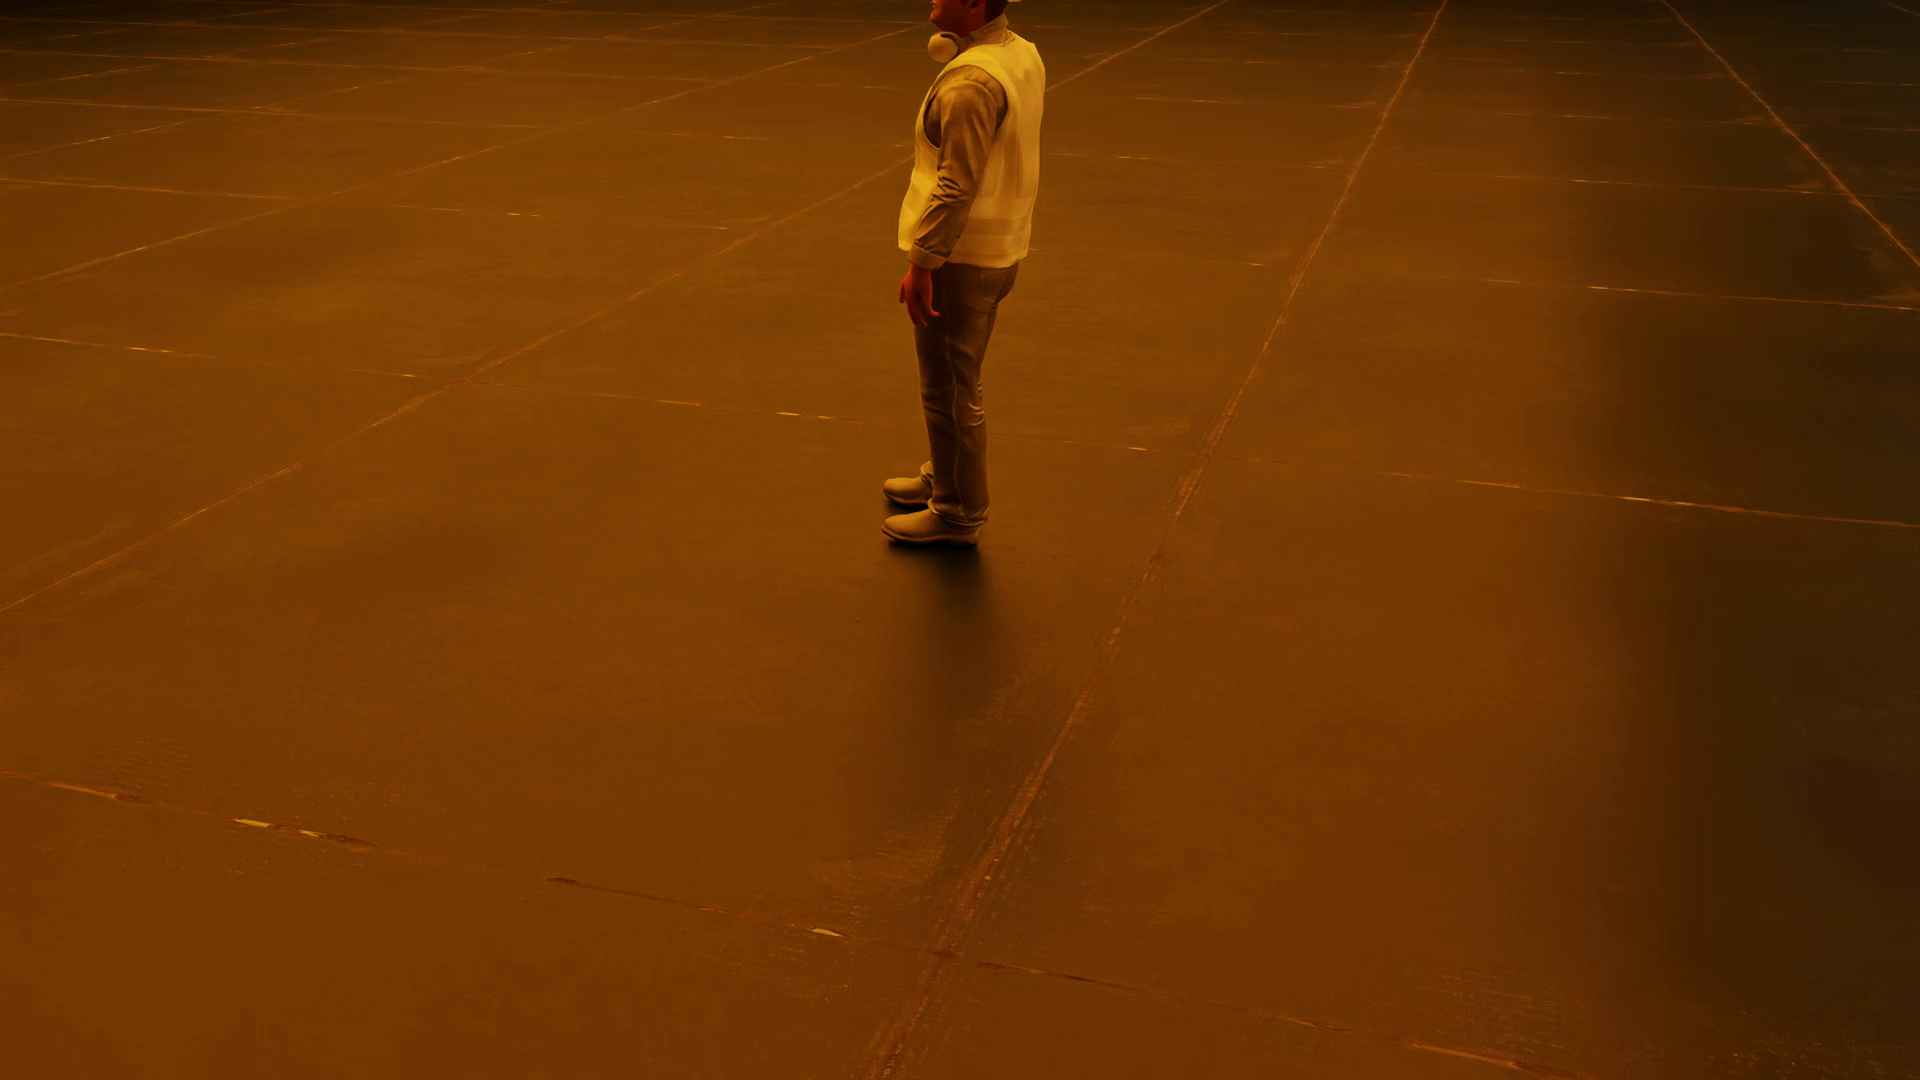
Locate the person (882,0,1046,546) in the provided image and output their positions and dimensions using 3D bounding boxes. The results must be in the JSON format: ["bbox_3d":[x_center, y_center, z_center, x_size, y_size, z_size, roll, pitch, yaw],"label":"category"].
[{"bbox_3d":[-0.058,-0.837,4.803,0.566,1.775,0.634,7,23,16],"label":"person"}]
